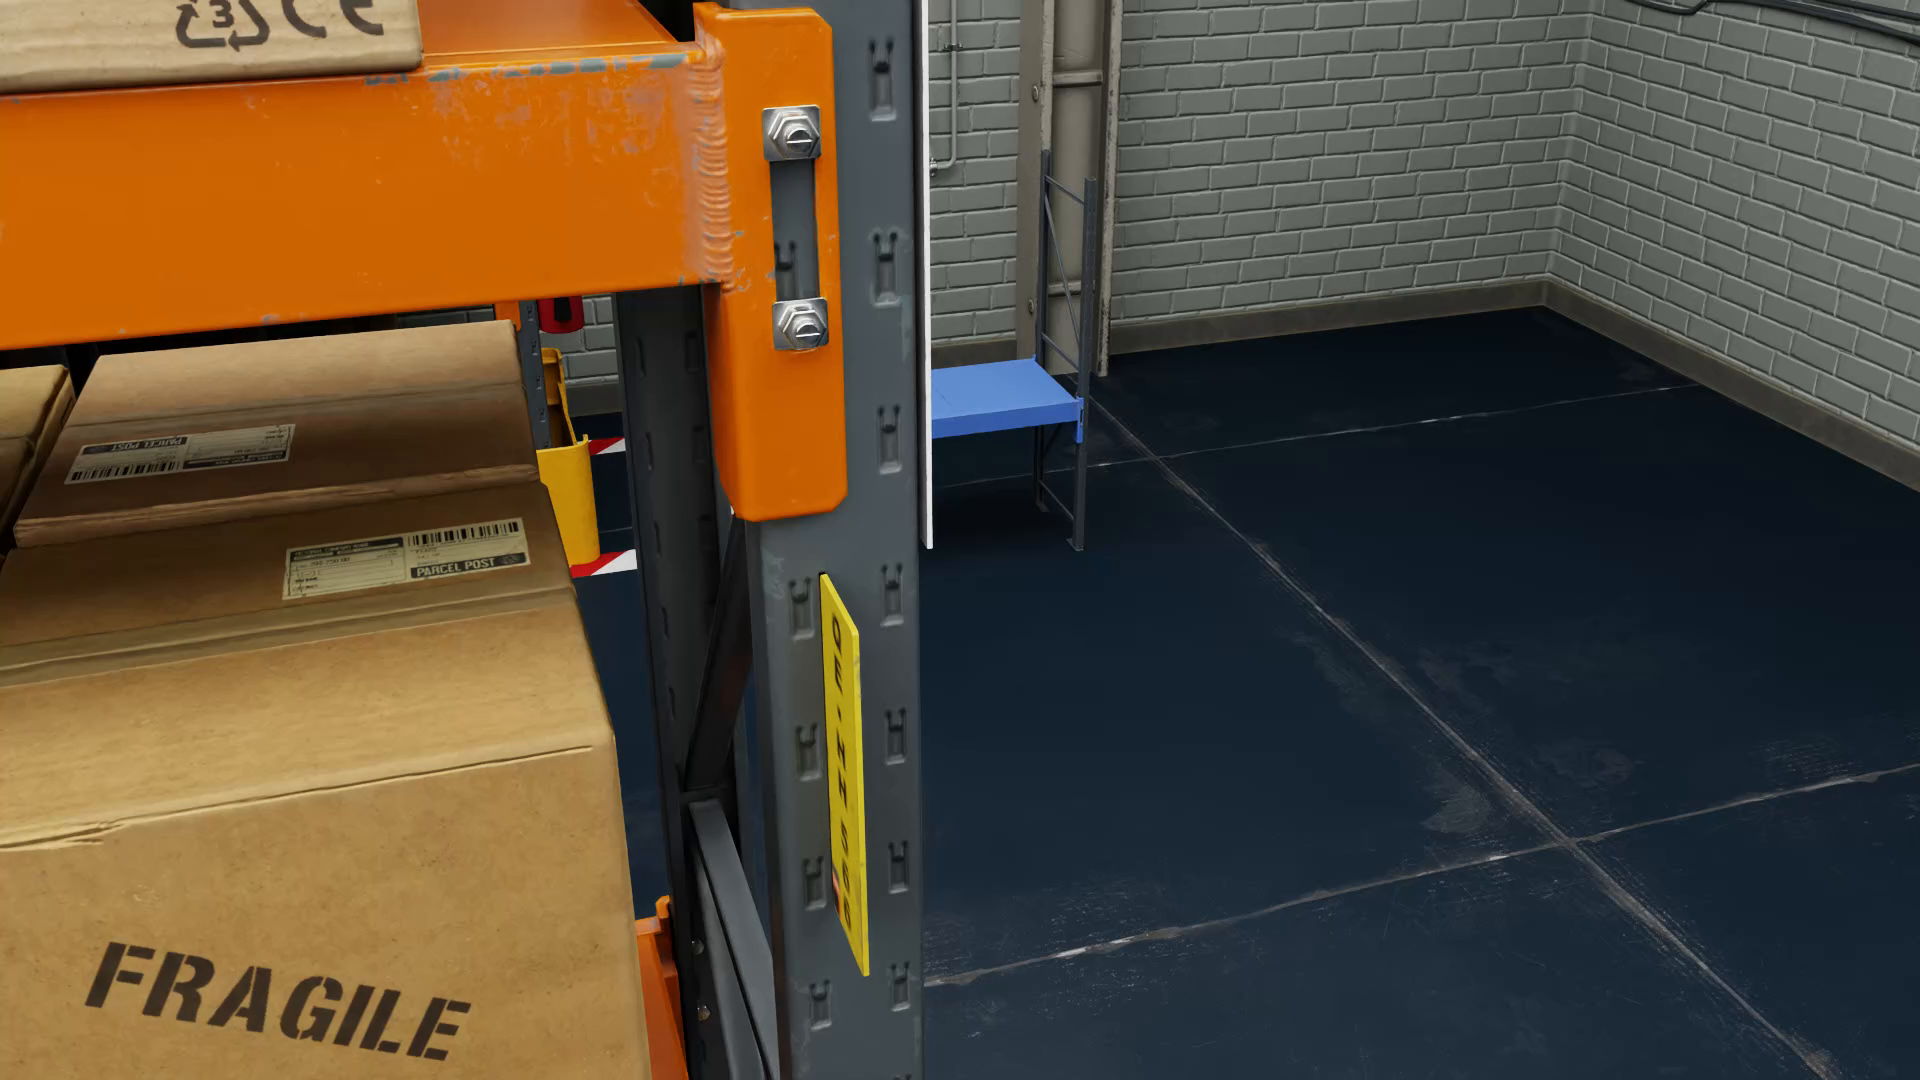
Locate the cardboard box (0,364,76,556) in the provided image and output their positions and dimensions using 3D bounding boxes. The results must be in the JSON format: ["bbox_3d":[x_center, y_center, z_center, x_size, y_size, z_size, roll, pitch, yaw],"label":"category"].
[{"bbox_3d":[-1.243,0.147,1.843,0.500,0.500,0.500,-8,27,-16],"label":"cardboard box"}]

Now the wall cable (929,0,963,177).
[{"bbox_3d":[-0.858,-2.510,7.290,1.851,1.984,0.084,-8,28,-16],"label":"wall cable"}]

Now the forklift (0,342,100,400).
[{"bbox_3d":[-2.674,-0.112,3.680,3.031,2.935,1.130,-11,29,-21],"label":"forklift"}]

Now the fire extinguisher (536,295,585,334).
[{"bbox_3d":[-1.496,-1.103,6.104,0.183,0.674,0.296,-8,28,-16],"label":"fire extinguisher"}]

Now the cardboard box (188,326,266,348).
[{"bbox_3d":[-2.841,-0.731,6.458,0.250,0.149,0.380,-8,28,-16],"label":"cardboard box"}]

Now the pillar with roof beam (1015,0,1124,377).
[{"bbox_3d":[1.850,-3.083,2.840,0.400,9.000,9.100,-8,28,-16],"label":"pillar with roof beam"}]

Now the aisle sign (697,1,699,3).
[{"bbox_3d":[-0.271,-0.683,1.828,0.004,0.787,0.394,-8,28,-16],"label":"aisle sign"}]

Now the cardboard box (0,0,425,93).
[{"bbox_3d":[-0.652,-0.479,1.137,0.500,0.250,0.500,-8,28,-16],"label":"cardboard box"}]

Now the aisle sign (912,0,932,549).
[{"bbox_3d":[-0.085,-0.429,1.317,0.004,0.787,0.394,-8,28,-16],"label":"aisle sign"}]

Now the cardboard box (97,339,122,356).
[{"bbox_3d":[-3.321,-0.661,6.318,0.250,0.149,0.380,-8,27,-15],"label":"cardboard box"}]

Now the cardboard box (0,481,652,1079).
[{"bbox_3d":[-0.583,0.300,1.535,0.500,0.500,0.500,-8,28,-17],"label":"cardboard box"}]

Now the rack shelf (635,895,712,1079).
[{"bbox_3d":[-2.146,1.213,1.743,4.000,0.370,1.077,-8,28,-16],"label":"rack shelf"}]

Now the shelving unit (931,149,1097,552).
[{"bbox_3d":[-0.081,-0.660,6.393,1.048,1.500,0.538,-8,28,-16],"label":"shelving unit"}]

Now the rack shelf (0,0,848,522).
[{"bbox_3d":[-2.146,-0.131,1.076,4.000,0.370,1.077,-8,28,-16],"label":"rack shelf"}]

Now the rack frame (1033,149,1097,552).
[{"bbox_3d":[0.402,-0.730,6.534,0.032,1.500,0.500,-8,28,-16],"label":"rack frame"}]

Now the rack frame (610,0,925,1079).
[{"bbox_3d":[-0.246,0.614,2.140,0.053,2.616,0.949,-8,28,-16],"label":"rack frame"}]

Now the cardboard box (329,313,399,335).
[{"bbox_3d":[-2.360,-0.801,6.599,0.250,0.149,0.380,-8,28,-16],"label":"cardboard box"}]

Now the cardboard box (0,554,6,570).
[{"bbox_3d":[-1.063,0.370,1.394,0.500,0.500,0.500,-7,27,-15],"label":"cardboard box"}]

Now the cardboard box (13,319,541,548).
[{"bbox_3d":[-0.748,0.072,1.994,0.500,0.500,0.500,-7,27,-15],"label":"cardboard box"}]

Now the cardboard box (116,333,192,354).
[{"bbox_3d":[-3.080,-0.696,6.389,0.250,0.149,0.380,-8,28,-16],"label":"cardboard box"}]

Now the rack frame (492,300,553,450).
[{"bbox_3d":[-1.782,-1.479,6.355,0.127,3.000,1.000,-8,28,-16],"label":"rack frame"}]

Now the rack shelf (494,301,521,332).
[{"bbox_3d":[-3.684,-0.881,5.961,4.000,0.370,1.077,-8,28,-16],"label":"rack shelf"}]

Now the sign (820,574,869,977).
[{"bbox_3d":[-0.092,0.192,1.332,0.005,0.325,0.100,-8,28,-16],"label":"sign"}]

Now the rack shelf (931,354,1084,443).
[{"bbox_3d":[-0.081,-0.499,6.473,1.000,0.185,0.538,-8,28,-16],"label":"rack shelf"}]

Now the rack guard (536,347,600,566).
[{"bbox_3d":[-1.759,-0.362,6.918,0.348,0.500,1.175,-8,28,-16],"label":"rack guard"}]
